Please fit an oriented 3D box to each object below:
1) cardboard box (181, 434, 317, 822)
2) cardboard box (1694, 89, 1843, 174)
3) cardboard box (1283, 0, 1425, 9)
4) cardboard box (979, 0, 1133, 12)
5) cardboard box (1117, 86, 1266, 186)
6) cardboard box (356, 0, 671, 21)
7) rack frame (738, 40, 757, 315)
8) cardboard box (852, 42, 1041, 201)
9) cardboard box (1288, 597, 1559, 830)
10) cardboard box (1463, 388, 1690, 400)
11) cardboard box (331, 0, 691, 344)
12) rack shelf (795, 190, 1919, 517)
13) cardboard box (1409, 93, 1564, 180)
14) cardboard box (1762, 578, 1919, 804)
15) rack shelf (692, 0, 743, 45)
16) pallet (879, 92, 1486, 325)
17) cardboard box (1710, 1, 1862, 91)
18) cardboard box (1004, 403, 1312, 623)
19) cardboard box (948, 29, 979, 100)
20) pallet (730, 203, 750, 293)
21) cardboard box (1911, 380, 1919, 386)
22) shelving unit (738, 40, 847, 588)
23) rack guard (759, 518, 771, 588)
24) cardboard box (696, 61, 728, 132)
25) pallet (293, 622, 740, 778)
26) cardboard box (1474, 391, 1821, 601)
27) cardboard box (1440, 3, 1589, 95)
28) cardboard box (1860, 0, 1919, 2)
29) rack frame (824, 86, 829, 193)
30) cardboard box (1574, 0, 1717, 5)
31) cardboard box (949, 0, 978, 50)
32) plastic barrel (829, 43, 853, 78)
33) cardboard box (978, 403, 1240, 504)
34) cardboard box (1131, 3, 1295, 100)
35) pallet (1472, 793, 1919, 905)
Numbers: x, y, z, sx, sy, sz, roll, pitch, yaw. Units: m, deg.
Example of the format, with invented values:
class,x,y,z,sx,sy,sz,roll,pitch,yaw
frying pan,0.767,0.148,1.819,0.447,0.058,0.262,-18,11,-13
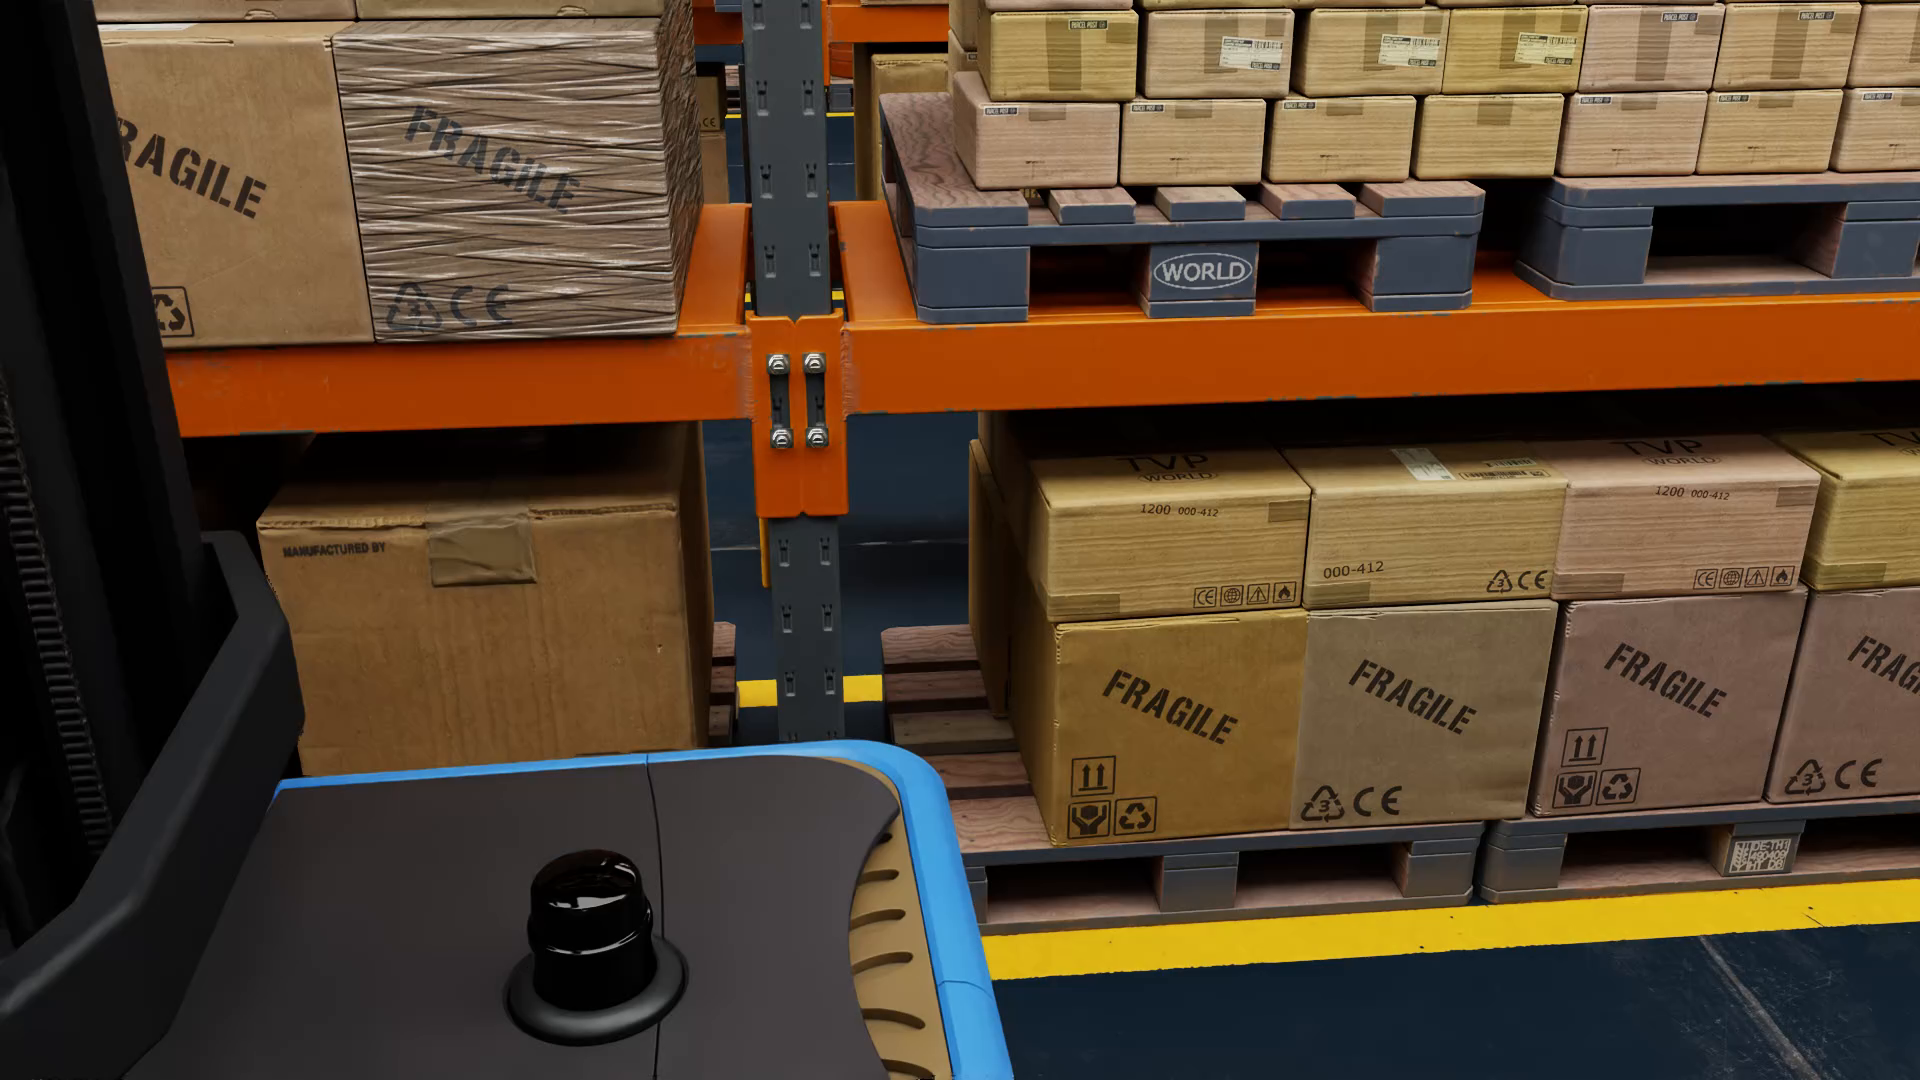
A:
class,x,y,z,sx,sy,sz,roll,pitch,yaw
cardboard box,-1.818,0.114,3.553,0.750,0.750,1.050,-2,24,-4
cardboard box,1.451,-0.813,3.179,0.250,0.149,0.380,-2,24,-4
cardboard box,0.658,-1.055,2.991,0.250,0.149,0.380,-2,24,-5
cardboard box,0.150,-1.036,2.947,0.250,0.149,0.380,-2,24,-5
cardboard box,0.399,-0.770,3.082,0.250,0.149,0.380,-1,24,-3
cardboard box,-0.781,-1.235,2.981,0.500,0.500,0.700,-2,24,-5
rack frame,-0.591,-0.662,4.892,0.032,1.500,0.500,-2,24,-5
cardboard box,-0.031,-1.995,8.145,0.875,0.875,1.225,-3,24,-8
cardboard box,0.896,0.257,3.538,0.500,0.500,0.500,-2,24,-5
cardboard box,1.331,-0.310,3.893,0.500,0.250,0.500,-2,24,-4
cardboard box,-0.755,-0.665,2.931,0.500,0.500,0.500,-2,24,-5
rack shelf,1.657,-0.497,3.562,4.000,0.370,1.077,-2,24,-5
cardboard box,0.936,-0.793,3.133,0.250,0.149,0.380,-1,24,-3
cardboard box,1.914,0.215,3.634,0.500,0.500,0.500,-3,24,-6
rack shelf,-2.710,-2.347,7.722,4.000,0.370,1.077,-2,24,-5
pallet,0.366,-0.730,3.436,1.003,0.211,1.213,-2,24,-5
cardboard box,1.449,-0.949,3.119,0.250,0.149,0.380,-3,24,-6
cardboard box,0.377,-0.068,3.348,0.500,0.250,0.500,-3,24,-8
cardboard box,0.113,-1.029,3.664,0.250,0.149,0.380,-2,24,-4
pallet,-1.498,-1.450,8.253,1.213,0.211,1.003,-2,24,-5
cardboard box,2.357,-0.353,3.989,0.500,0.250,0.500,-2,24,-4
shelving unit,-0.076,-0.682,4.939,1.083,1.500,0.587,-2,24,-5
rack guard,-0.571,-0.091,5.148,0.087,0.250,0.587,-2,24,-5
cardboard box,-1.384,-2.118,7.934,0.500,0.250,0.500,-1,24,-3
pallet,-1.125,0.529,3.800,1.213,0.211,1.003,-2,24,-5
cardboard box,1.375,-0.103,3.426,0.500,0.250,0.500,-2,24,-5
cardboard box,0.954,-0.931,3.078,0.250,0.149,0.380,-2,24,-5
cardboard box,1.702,-1.097,3.085,0.250,0.149,0.380,-3,24,-6
rack frame,-0.720,-2.755,7.756,0.127,3.000,1.000,-2,24,-5
cardboard box,1.190,-1.077,3.040,0.250,0.149,0.380,-1,24,-3
cardboard box,0.114,-1.163,3.600,0.250,0.149,0.380,-2,24,-4
plastic barrel,-0.722,-3.984,12.675,0.708,0.830,0.600,-2,24,-5
cardboard box,0.322,-0.272,3.806,0.500,0.250,0.500,-3,24,-6
cardboard box,0.438,-0.909,3.028,0.250,0.149,0.380,-1,24,-3
pallet,1.656,0.450,3.978,1.213,0.211,1.003,-2,24,-5
